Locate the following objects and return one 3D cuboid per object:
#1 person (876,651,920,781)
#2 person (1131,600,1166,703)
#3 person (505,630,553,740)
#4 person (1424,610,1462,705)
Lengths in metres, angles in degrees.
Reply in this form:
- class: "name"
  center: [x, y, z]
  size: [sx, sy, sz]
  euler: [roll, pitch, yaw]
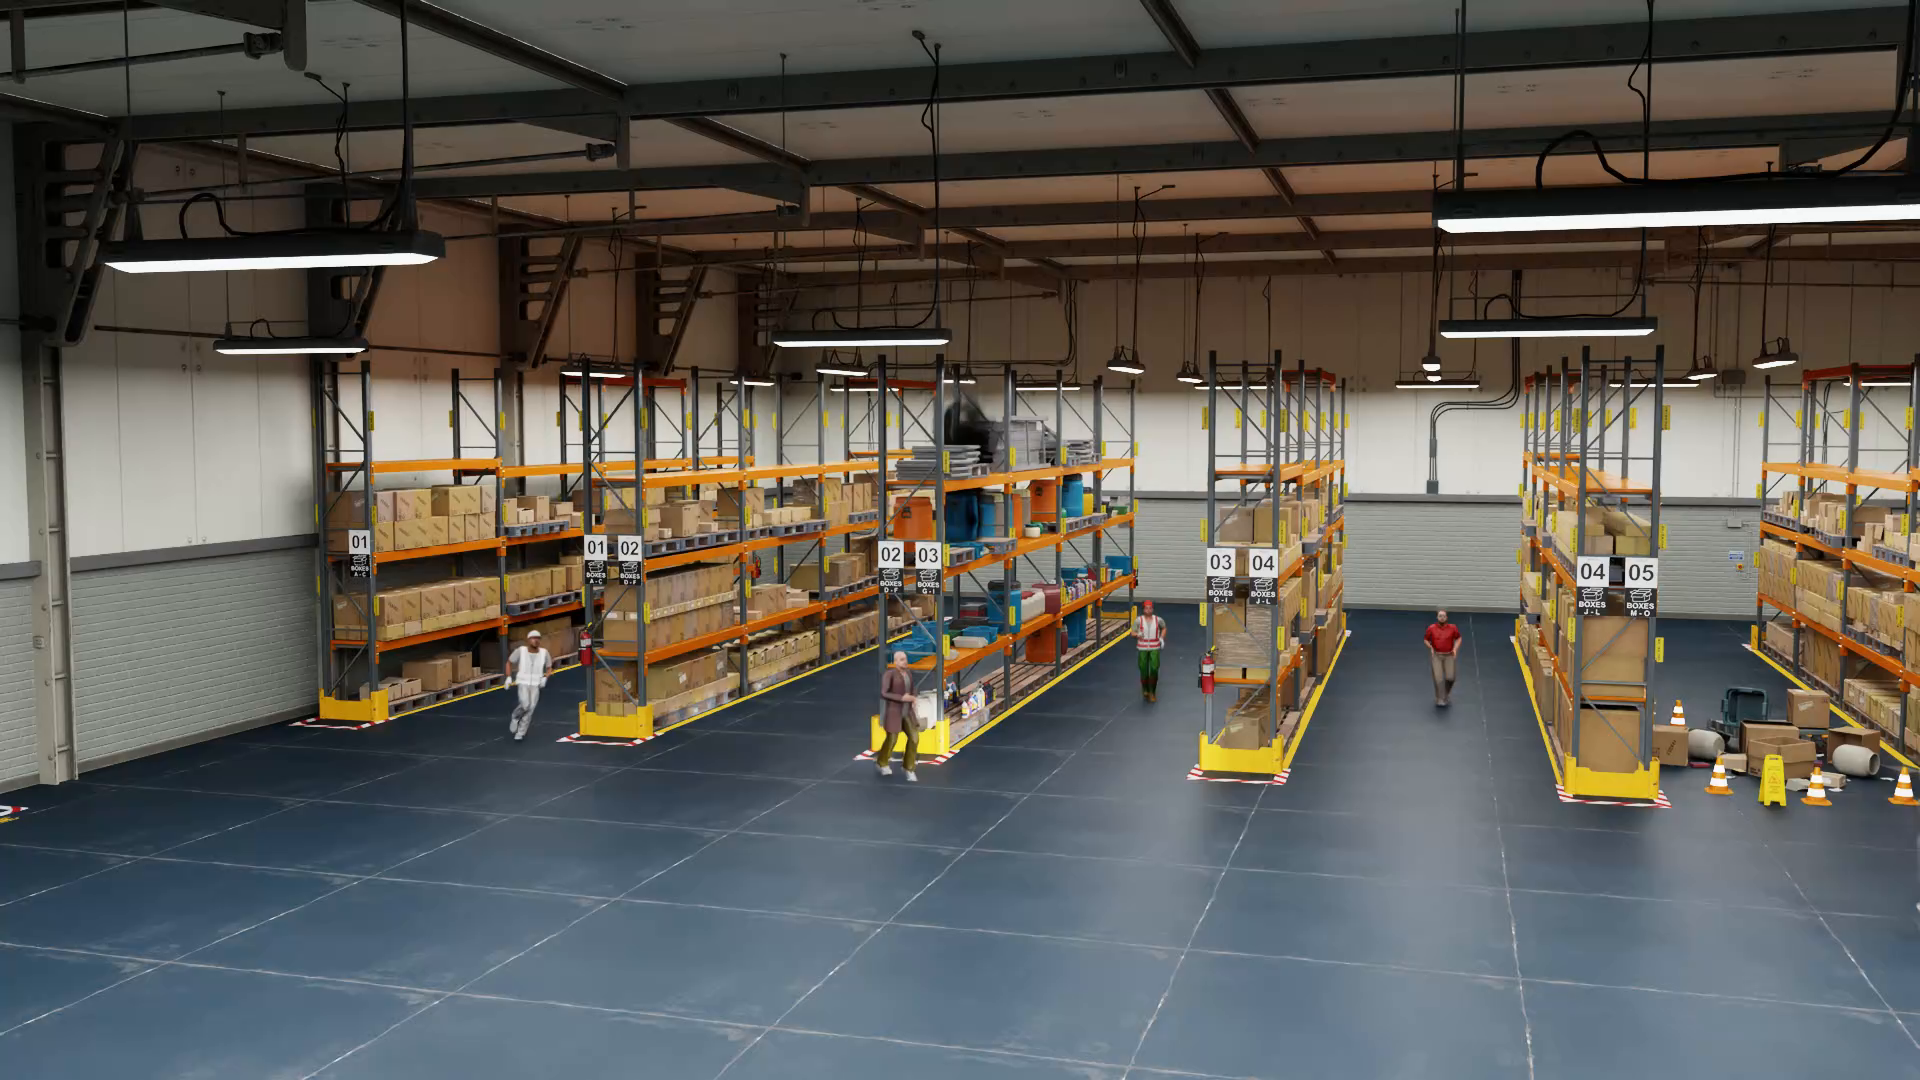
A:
- class: "person"
  center: [-0.841, 2.480, 23.244]
  size: [0.734, 1.874, 0.836]
  euler: [-3, 5, -40]
- class: "person"
  center: [3.364, 1.993, 29.673]
  size: [0.634, 1.830, 0.713]
  euler: [0, 4, 6]
- class: "person"
  center: [-6.749, 2.282, 26.130]
  size: [0.734, 1.708, 0.555]
  euler: [-2, 5, -26]
- class: "person"
  center: [8.454, 2.074, 29.125]
  size: [0.638, 1.681, 0.564]
  euler: [1, 4, 14]
